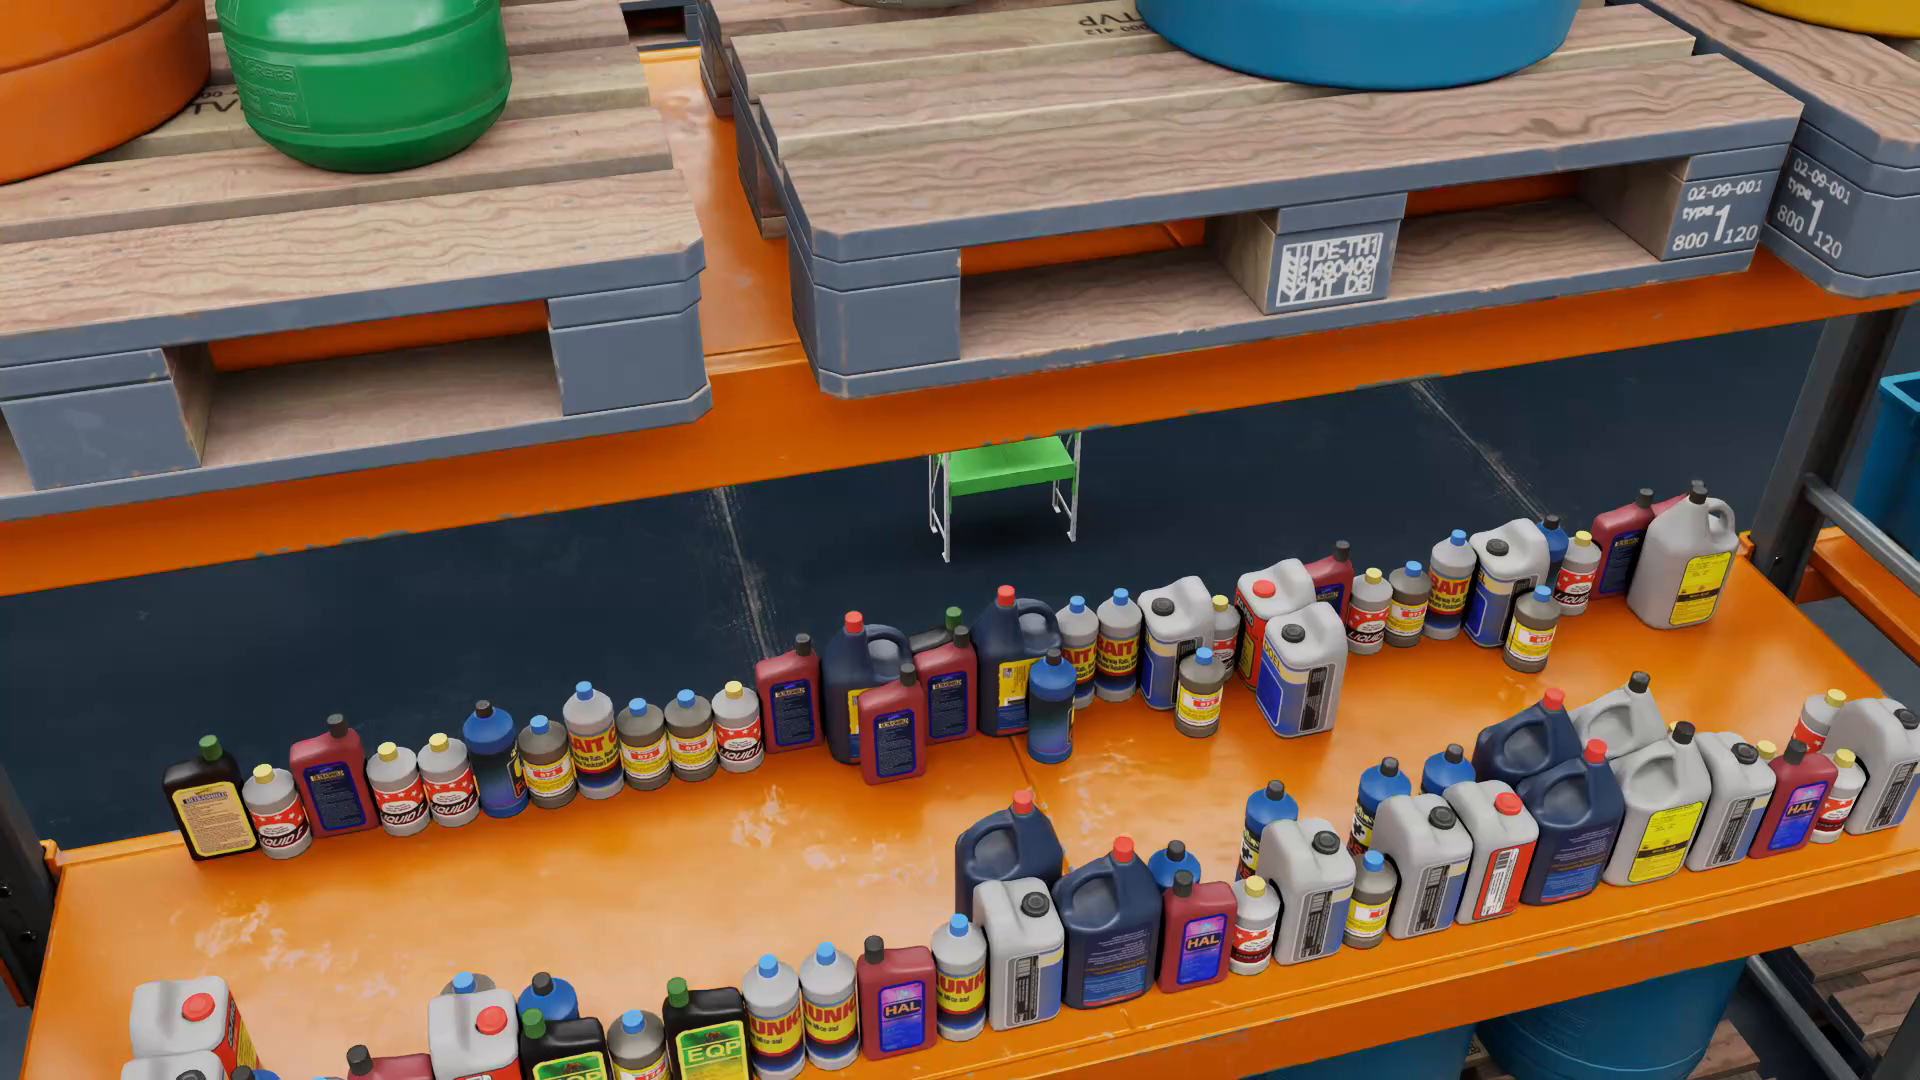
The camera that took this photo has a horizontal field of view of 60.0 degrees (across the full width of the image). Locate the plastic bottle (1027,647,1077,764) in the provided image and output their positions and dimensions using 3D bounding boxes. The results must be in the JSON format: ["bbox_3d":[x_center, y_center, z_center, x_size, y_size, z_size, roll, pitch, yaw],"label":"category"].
[{"bbox_3d":[0.190,0.335,3.450,0.097,0.271,0.097,0,37,0],"label":"plastic bottle"}]

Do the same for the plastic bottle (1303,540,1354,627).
[{"bbox_3d":[0.801,0.127,3.711,0.133,0.283,0.061,-9,38,-12],"label":"plastic bottle"}]

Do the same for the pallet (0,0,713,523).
[{"bbox_3d":[-0.974,-0.414,2.009,1.213,0.211,1.003,-9,38,-12],"label":"pallet"}]

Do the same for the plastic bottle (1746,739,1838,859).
[{"bbox_3d":[1.616,0.494,3.231,0.133,0.283,0.061,-9,38,-12],"label":"plastic bottle"}]

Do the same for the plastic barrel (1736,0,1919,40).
[{"bbox_3d":[1.296,-1.037,2.167,0.600,0.588,0.600,0,37,0],"label":"plastic barrel"}]

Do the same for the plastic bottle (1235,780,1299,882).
[{"bbox_3d":[0.584,0.561,3.153,0.097,0.271,0.097,0,37,0],"label":"plastic bottle"}]

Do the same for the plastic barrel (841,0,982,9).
[{"bbox_3d":[-0.065,-1.015,2.182,0.433,0.535,0.433,0,37,0],"label":"plastic barrel"}]

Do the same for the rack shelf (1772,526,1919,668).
[{"bbox_3d":[4.055,0.101,4.241,4.000,0.370,1.077,-9,38,-12],"label":"rack shelf"}]

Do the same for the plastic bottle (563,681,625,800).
[{"bbox_3d":[-0.744,0.397,3.368,0.097,0.271,0.097,0,37,0],"label":"plastic bottle"}]

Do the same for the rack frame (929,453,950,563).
[{"bbox_3d":[-0.076,-0.464,5.869,0.015,1.200,0.240,-9,38,-12],"label":"rack frame"}]

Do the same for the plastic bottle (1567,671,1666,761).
[{"bbox_3d":[1.284,0.405,3.292,0.185,0.351,0.144,-9,38,-12],"label":"plastic bottle"}]

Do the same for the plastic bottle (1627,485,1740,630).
[{"bbox_3d":[1.661,0.024,3.790,0.185,0.351,0.144,-9,38,-12],"label":"plastic bottle"}]

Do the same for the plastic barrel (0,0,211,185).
[{"bbox_3d":[-1.189,-0.851,1.725,0.708,0.830,0.600,-9,38,-12],"label":"plastic barrel"}]

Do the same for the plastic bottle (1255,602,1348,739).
[{"bbox_3d":[0.723,0.268,3.533,0.135,0.276,0.152,-9,38,-12],"label":"plastic bottle"}]

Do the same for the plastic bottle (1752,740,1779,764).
[{"bbox_3d":[1.578,0.483,3.313,0.097,0.201,0.097,0,37,0],"label":"plastic bottle"}]

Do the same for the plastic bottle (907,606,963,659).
[{"bbox_3d":[-0.048,0.267,3.529,0.133,0.283,0.061,-9,38,-12],"label":"plastic bottle"}]

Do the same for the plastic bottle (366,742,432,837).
[{"bbox_3d":[-1.119,0.487,3.309,0.097,0.201,0.097,0,37,0],"label":"plastic bottle"}]

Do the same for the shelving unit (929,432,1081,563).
[{"bbox_3d":[0.160,-0.503,5.920,0.503,1.200,0.258,-9,38,-12],"label":"shelving unit"}]

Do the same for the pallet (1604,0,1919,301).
[{"bbox_3d":[1.393,-0.802,2.517,1.003,0.211,1.213,-9,38,-12],"label":"pallet"}]

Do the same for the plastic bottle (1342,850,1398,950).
[{"bbox_3d":[0.753,0.657,3.086,0.097,0.201,0.097,0,37,0],"label":"plastic bottle"}]

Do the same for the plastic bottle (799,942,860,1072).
[{"bbox_3d":[-0.224,0.790,2.855,0.097,0.271,0.097,0,37,0],"label":"plastic bottle"}]

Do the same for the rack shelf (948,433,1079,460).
[{"bbox_3d":[0.160,-0.452,5.959,0.480,0.148,0.258,-9,38,-12],"label":"rack shelf"}]

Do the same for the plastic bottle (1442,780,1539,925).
[{"bbox_3d":[0.988,0.572,3.136,0.135,0.276,0.152,-9,38,-12],"label":"plastic bottle"}]

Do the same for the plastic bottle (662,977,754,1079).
[{"bbox_3d":[-0.425,0.829,2.793,0.133,0.283,0.061,-9,38,-12],"label":"plastic bottle"}]

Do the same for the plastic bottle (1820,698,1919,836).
[{"bbox_3d":[1.828,0.434,3.316,0.135,0.276,0.152,-9,38,-12],"label":"plastic bottle"}]

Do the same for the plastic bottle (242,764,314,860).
[{"bbox_3d":[-1.342,0.523,3.261,0.097,0.201,0.097,0,37,0],"label":"plastic bottle"}]

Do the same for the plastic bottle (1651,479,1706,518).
[{"bbox_3d":[1.659,-0.013,3.895,0.133,0.283,0.061,-9,38,-12],"label":"plastic bottle"}]

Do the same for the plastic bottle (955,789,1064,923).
[{"bbox_3d":[0.089,0.596,3.042,0.185,0.351,0.144,-9,38,-12],"label":"plastic bottle"}]

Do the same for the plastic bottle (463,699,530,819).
[{"bbox_3d":[-0.932,0.428,3.328,0.097,0.271,0.097,0,37,0],"label":"plastic bottle"}]

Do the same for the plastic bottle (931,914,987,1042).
[{"bbox_3d":[-0.002,0.753,2.903,0.097,0.271,0.097,0,37,0],"label":"plastic bottle"}]

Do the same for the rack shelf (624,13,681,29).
[{"bbox_3d":[-1.095,-2.171,7.211,4.000,0.370,1.077,-9,38,-12],"label":"rack shelf"}]

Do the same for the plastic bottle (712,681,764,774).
[{"bbox_3d":[-0.462,0.379,3.450,0.097,0.201,0.097,0,37,0],"label":"plastic bottle"}]

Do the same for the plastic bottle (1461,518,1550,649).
[{"bbox_3d":[1.224,0.090,3.766,0.135,0.276,0.152,-9,38,-12],"label":"plastic bottle"}]

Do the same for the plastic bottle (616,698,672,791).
[{"bbox_3d":[-0.650,0.410,3.409,0.097,0.201,0.097,0,37,0],"label":"plastic bottle"}]

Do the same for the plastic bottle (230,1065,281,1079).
[{"bbox_3d":[-1.117,0.936,2.663,0.097,0.271,0.097,0,37,0],"label":"plastic bottle"}]

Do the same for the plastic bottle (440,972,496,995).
[{"bbox_3d":[-0.840,0.823,2.869,0.097,0.201,0.097,0,37,0],"label":"plastic bottle"}]

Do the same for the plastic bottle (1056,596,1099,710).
[{"bbox_3d":[0.247,0.235,3.580,0.097,0.271,0.097,0,37,0],"label":"plastic bottle"}]

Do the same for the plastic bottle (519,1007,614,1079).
[{"bbox_3d":[-0.648,0.866,2.745,0.133,0.283,0.061,-9,38,-12],"label":"plastic bottle"}]

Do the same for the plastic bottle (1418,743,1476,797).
[{"bbox_3d":[0.938,0.503,3.229,0.097,0.271,0.097,0,37,0],"label":"plastic bottle"}]

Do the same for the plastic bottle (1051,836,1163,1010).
[{"bbox_3d":[0.258,0.664,2.954,0.185,0.351,0.144,-9,38,-12],"label":"plastic bottle"}]

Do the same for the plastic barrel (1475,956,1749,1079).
[{"bbox_3d":[1.594,0.875,4.018,0.708,0.901,0.600,-9,38,-12],"label":"plastic barrel"}]

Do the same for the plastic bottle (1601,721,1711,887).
[{"bbox_3d":[1.322,0.490,3.182,0.185,0.351,0.144,-9,38,-12],"label":"plastic bottle"}]

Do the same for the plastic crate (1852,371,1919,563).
[{"bbox_3d":[2.486,-0.159,3.953,0.575,0.384,0.392,-9,38,-12],"label":"plastic crate"}]

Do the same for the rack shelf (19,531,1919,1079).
[{"bbox_3d":[0.193,0.735,3.412,4.000,0.370,1.077,-9,38,-12],"label":"rack shelf"}]

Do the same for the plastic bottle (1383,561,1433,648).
[{"bbox_3d":[1.011,0.137,3.766,0.097,0.201,0.097,0,37,0],"label":"plastic bottle"}]

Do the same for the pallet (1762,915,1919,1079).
[{"bbox_3d":[2.824,1.101,4.637,1.213,0.211,1.003,-9,38,-12],"label":"pallet"}]

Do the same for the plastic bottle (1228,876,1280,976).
[{"bbox_3d":[0.530,0.694,3.038,0.097,0.201,0.097,0,37,0],"label":"plastic bottle"}]

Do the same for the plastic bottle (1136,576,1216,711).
[{"bbox_3d":[0.460,0.215,3.602,0.135,0.276,0.152,-9,38,-12],"label":"plastic bottle"}]

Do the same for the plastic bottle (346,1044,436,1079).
[{"bbox_3d":[-0.906,0.908,2.690,0.133,0.283,0.061,-9,38,-12],"label":"plastic bottle"}]

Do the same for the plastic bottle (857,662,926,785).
[{"bbox_3d":[-0.139,0.372,3.390,0.133,0.283,0.061,-9,38,-12],"label":"plastic bottle"}]

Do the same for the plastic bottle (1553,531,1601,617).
[{"bbox_3d":[1.423,0.069,3.854,0.097,0.201,0.097,0,37,0],"label":"plastic bottle"}]
